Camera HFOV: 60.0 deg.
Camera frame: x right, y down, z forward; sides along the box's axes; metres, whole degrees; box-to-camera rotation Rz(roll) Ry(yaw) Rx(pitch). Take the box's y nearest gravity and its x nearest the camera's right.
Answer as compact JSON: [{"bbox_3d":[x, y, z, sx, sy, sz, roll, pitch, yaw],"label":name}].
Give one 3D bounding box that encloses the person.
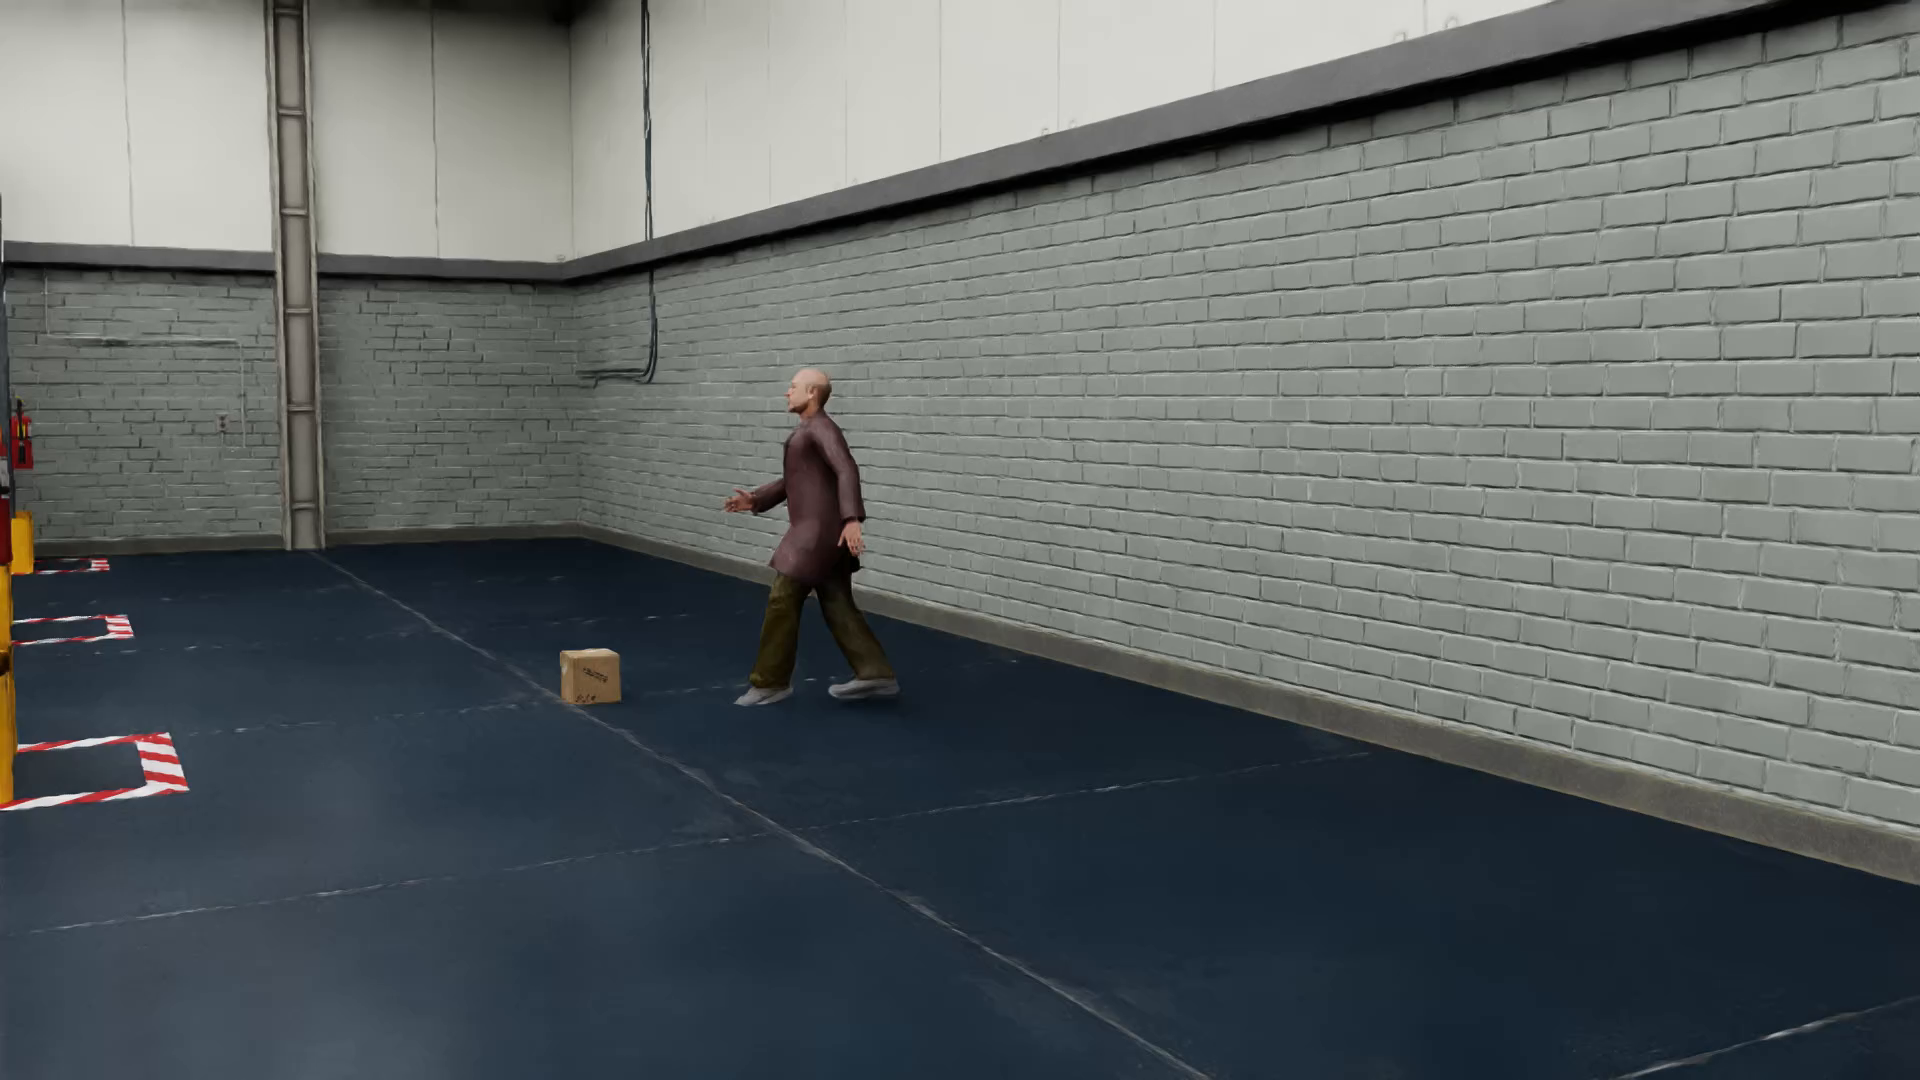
[{"bbox_3d":[-0.768,0.019,8.577,0.905,1.805,0.749,0,5,-1],"label":"person"}]
